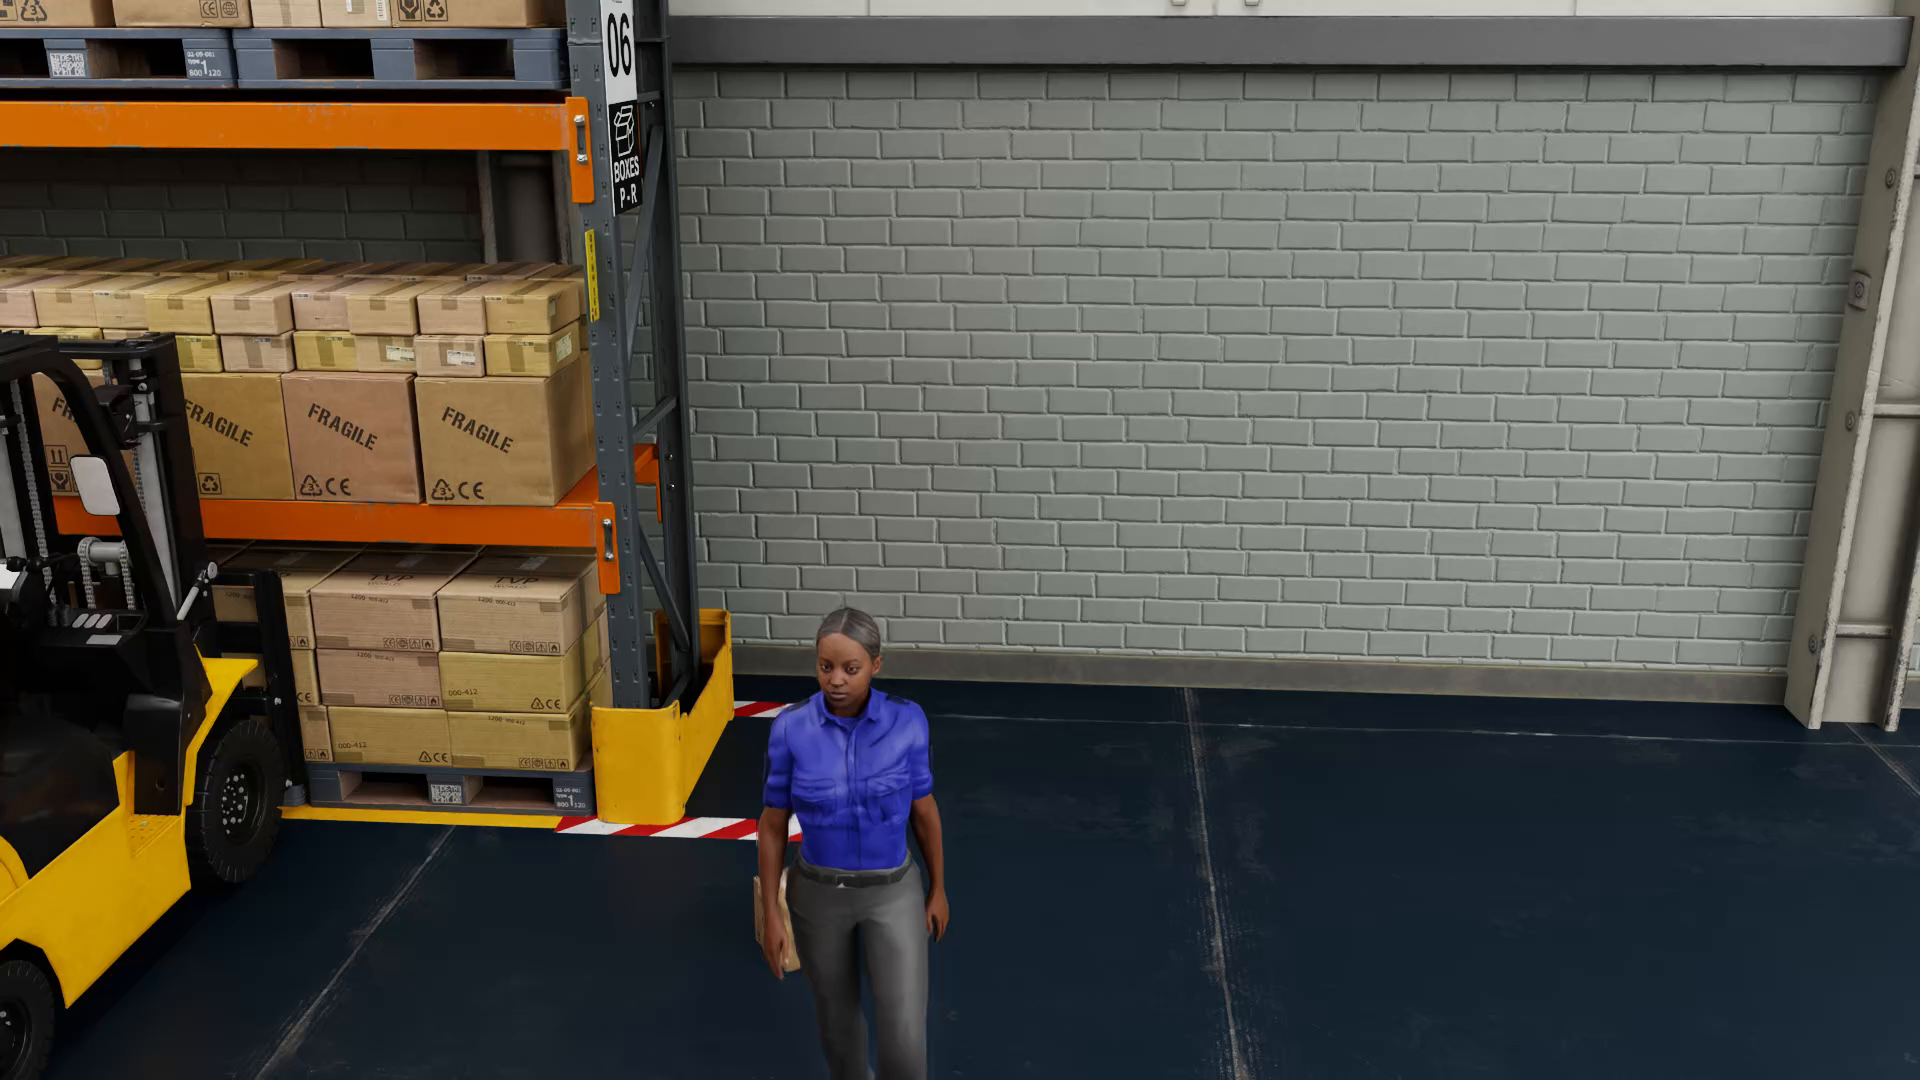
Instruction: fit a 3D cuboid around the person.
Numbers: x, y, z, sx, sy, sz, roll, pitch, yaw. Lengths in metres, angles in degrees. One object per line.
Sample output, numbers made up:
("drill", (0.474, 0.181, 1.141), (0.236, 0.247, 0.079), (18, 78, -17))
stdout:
("person", (-0.280, 1.005, 4.429), (0.497, 1.723, 0.496), (0, 18, 1))
